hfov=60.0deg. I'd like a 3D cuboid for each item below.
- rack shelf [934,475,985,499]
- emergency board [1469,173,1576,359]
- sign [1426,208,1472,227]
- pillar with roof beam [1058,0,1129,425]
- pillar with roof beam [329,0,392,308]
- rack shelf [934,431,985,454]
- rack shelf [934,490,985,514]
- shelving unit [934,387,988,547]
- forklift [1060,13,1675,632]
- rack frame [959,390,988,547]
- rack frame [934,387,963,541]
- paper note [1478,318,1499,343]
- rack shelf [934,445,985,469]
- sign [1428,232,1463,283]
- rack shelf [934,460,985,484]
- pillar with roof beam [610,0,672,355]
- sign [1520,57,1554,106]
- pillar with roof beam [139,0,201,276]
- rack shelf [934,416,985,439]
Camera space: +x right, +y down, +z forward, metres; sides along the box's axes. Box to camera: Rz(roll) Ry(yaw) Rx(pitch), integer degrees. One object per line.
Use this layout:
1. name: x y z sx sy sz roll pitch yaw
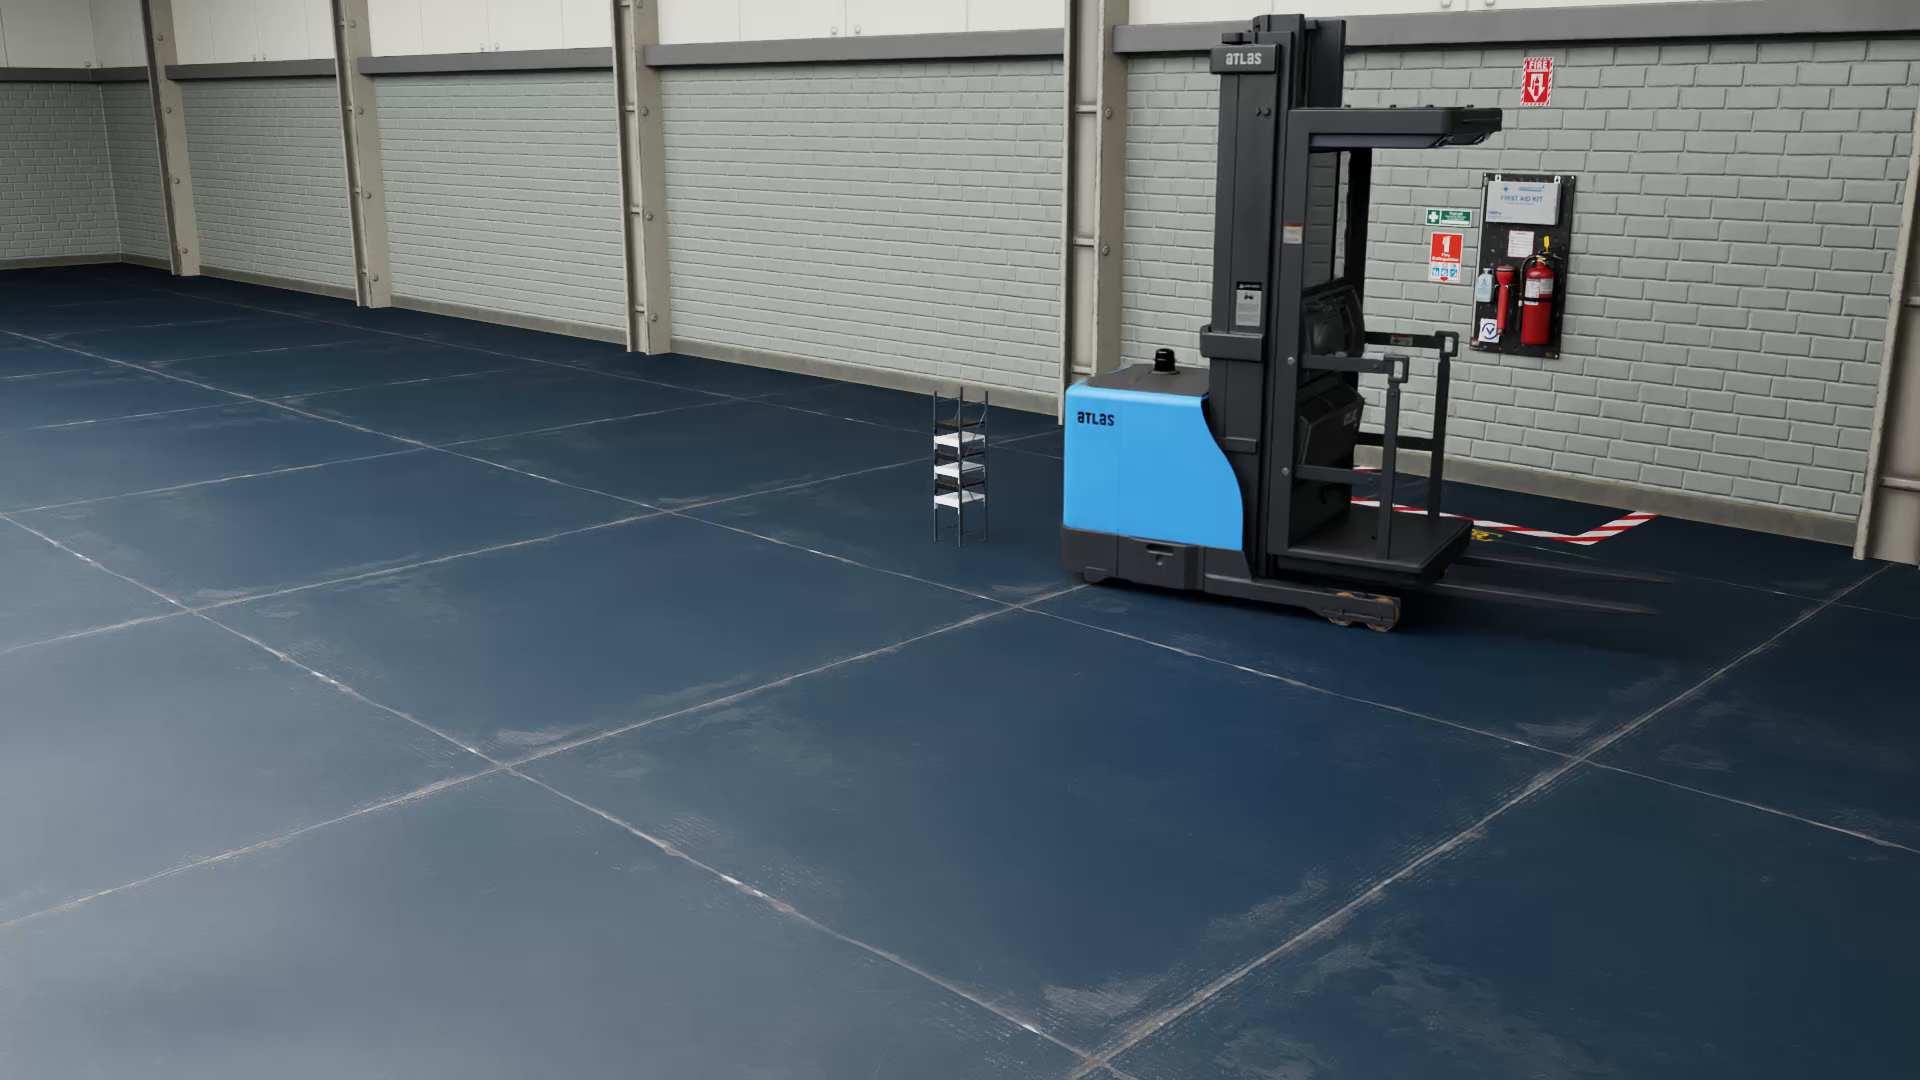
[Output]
1. rack shelf: 0.006 -0.315 9.844 0.200 0.077 0.258 14 20 42
2. emergency board: 3.613 -1.780 10.815 0.643 1.169 0.194 14 20 42
3. sign: 3.284 -2.167 11.177 0.331 0.109 0.001 14 20 42
4. pillar with roof beam: -1.942 -4.512 9.403 0.400 9.000 9.100 14 20 42
5. pillar with roof beam: -10.580 -6.612 17.463 0.400 9.000 9.100 14 20 42
6. rack shelf: 0.006 -0.576 9.776 0.200 0.077 0.258 14 20 42
7. rack shelf: 0.006 -0.228 9.867 0.200 0.077 0.258 14 20 42
8. shelving unit: 0.006 -0.434 9.813 0.210 0.900 0.258 14 20 42
9. forklift: 2.084 -1.119 8.415 3.031 2.935 1.130 8 17 28
10. rack frame: 0.079 -0.416 9.745 0.006 0.900 0.240 14 20 42
11. rack frame: -0.067 -0.452 9.881 0.006 0.900 0.240 14 20 42
12. paper note: 3.533 -1.397 11.093 0.142 0.148 0.016 14 20 42
13. rack shelf: 0.006 -0.489 9.799 0.200 0.077 0.258 14 20 42
14. sign: 3.287 -1.913 11.253 0.234 0.329 0.001 14 20 42
15. rack shelf: 0.006 -0.402 9.822 0.200 0.077 0.258 14 20 42
16. pillar with roof beam: -6.261 -5.562 13.433 0.400 9.000 9.100 14 20 42
17. sign: 3.676 -2.921 10.597 0.199 0.298 0.001 14 20 42
18. pillar with roof beam: -14.900 -7.663 21.493 0.400 9.000 9.100 14 20 42
19. rack shelf: 0.006 -0.663 9.753 0.200 0.077 0.258 14 20 42
